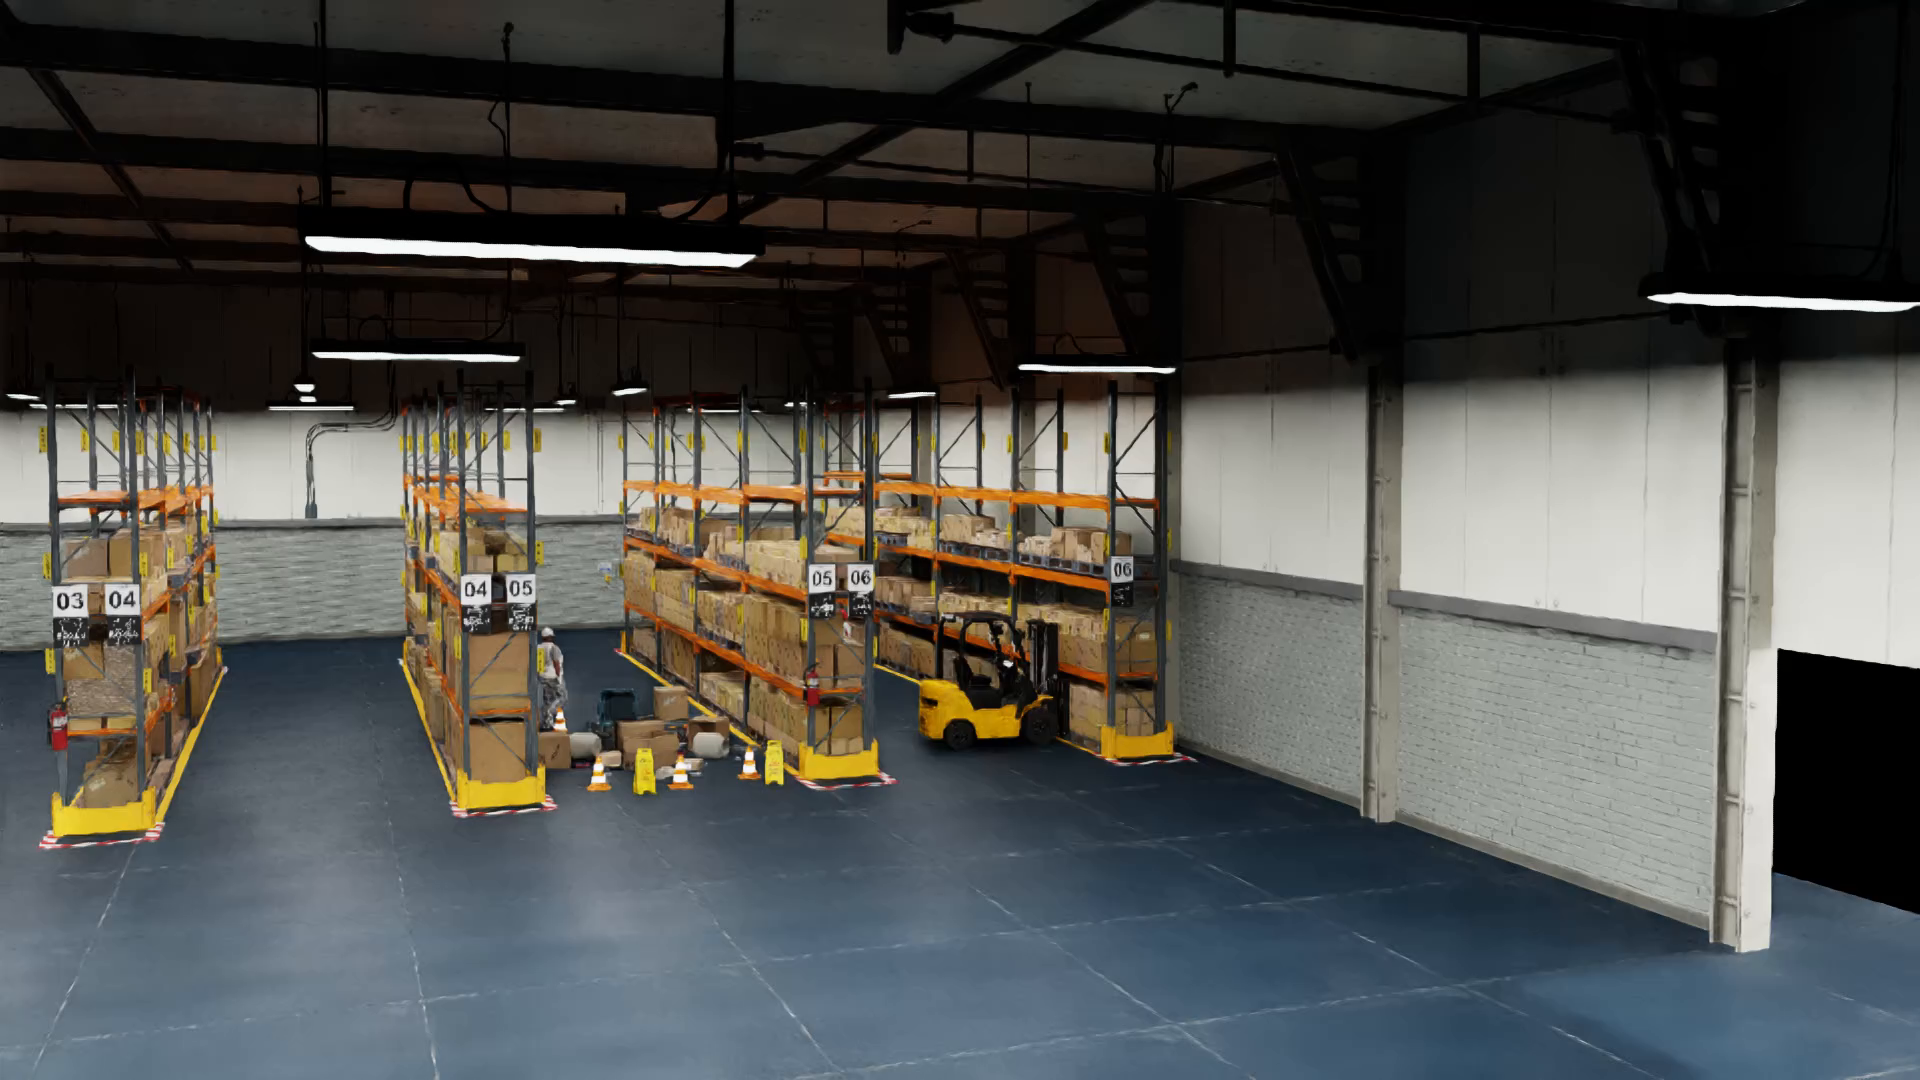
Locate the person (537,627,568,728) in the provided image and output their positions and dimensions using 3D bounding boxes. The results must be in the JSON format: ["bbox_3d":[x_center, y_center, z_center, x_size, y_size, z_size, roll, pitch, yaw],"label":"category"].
[{"bbox_3d":[-7.169,2.409,29.091,0.597,1.780,0.447,3,4,38],"label":"person"}]

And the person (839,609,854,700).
[{"bbox_3d":[-2.295,2.219,32.067,0.577,1.785,0.655,1,3,9],"label":"person"}]
